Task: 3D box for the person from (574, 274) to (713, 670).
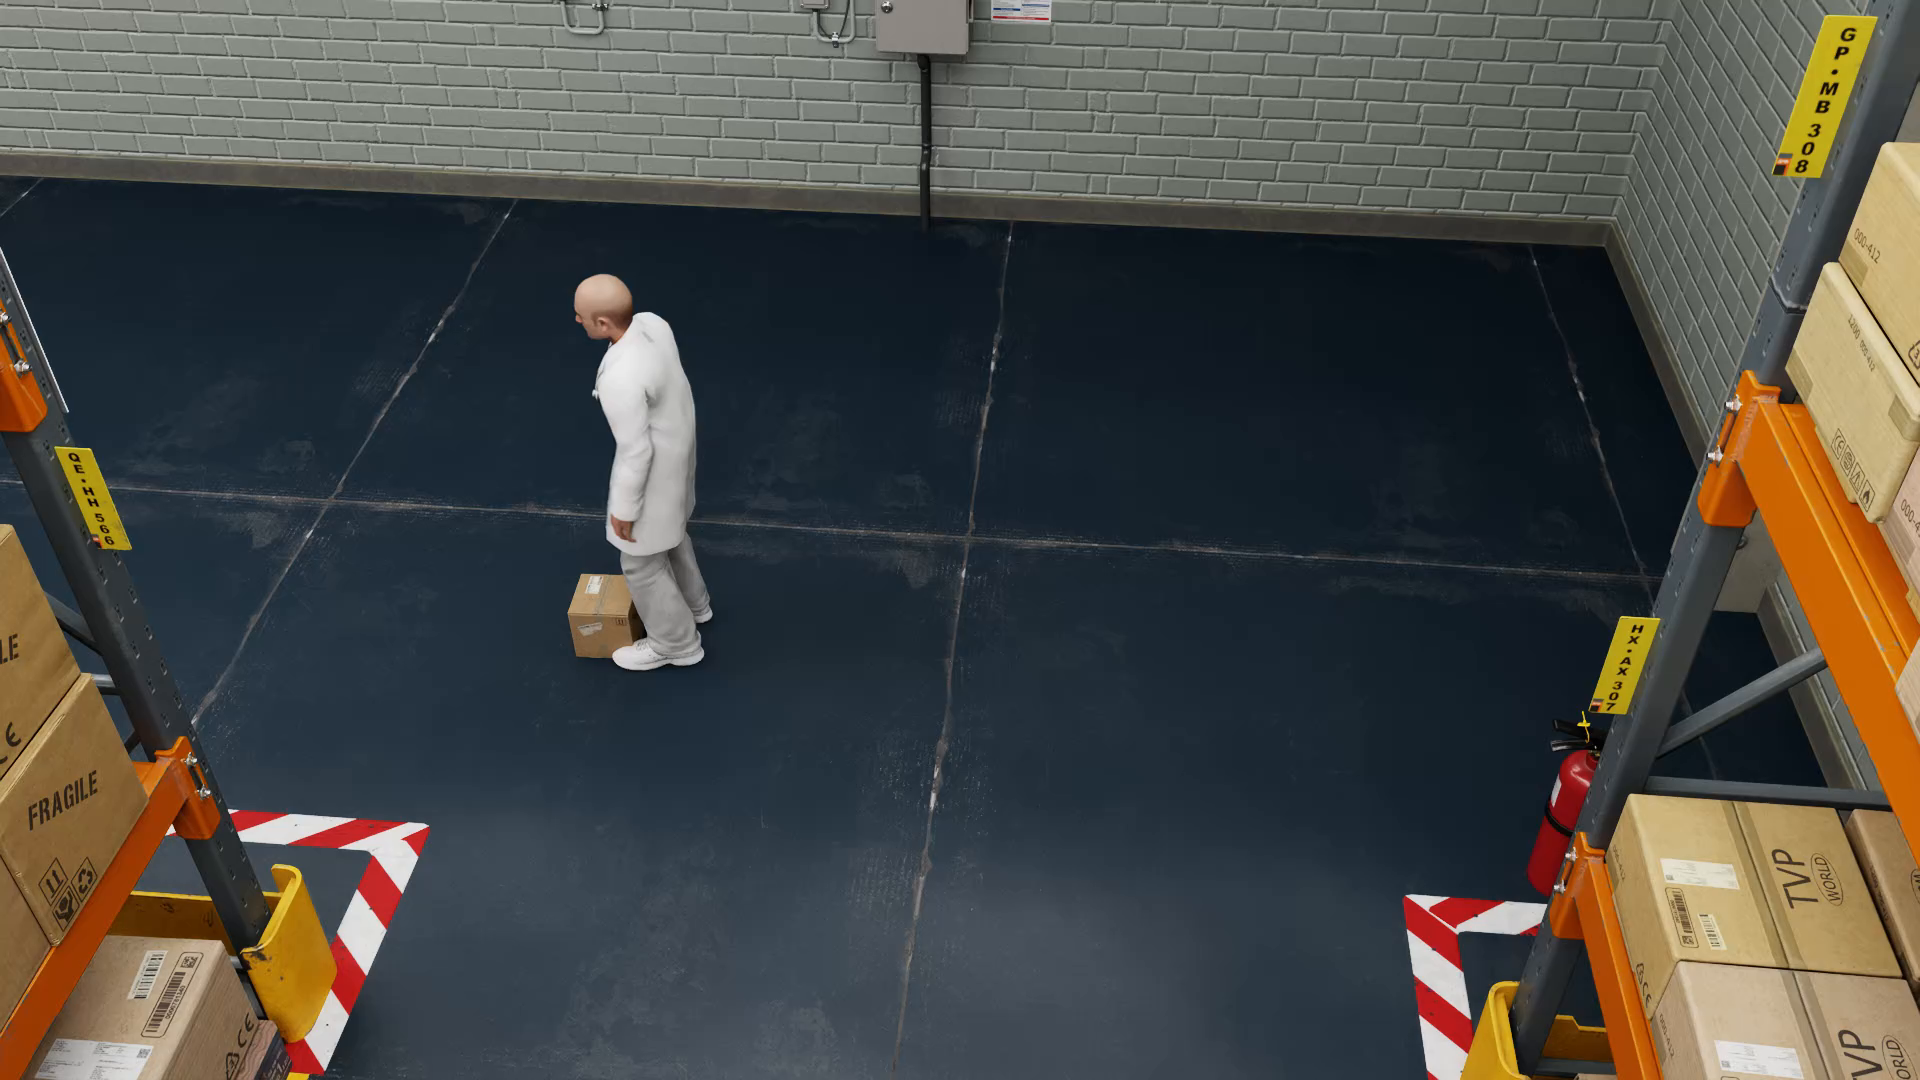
[{"bbox_3d":[-1.227,-0.260,6.483,0.427,1.773,0.643,3,40,4],"label":"person"}]
